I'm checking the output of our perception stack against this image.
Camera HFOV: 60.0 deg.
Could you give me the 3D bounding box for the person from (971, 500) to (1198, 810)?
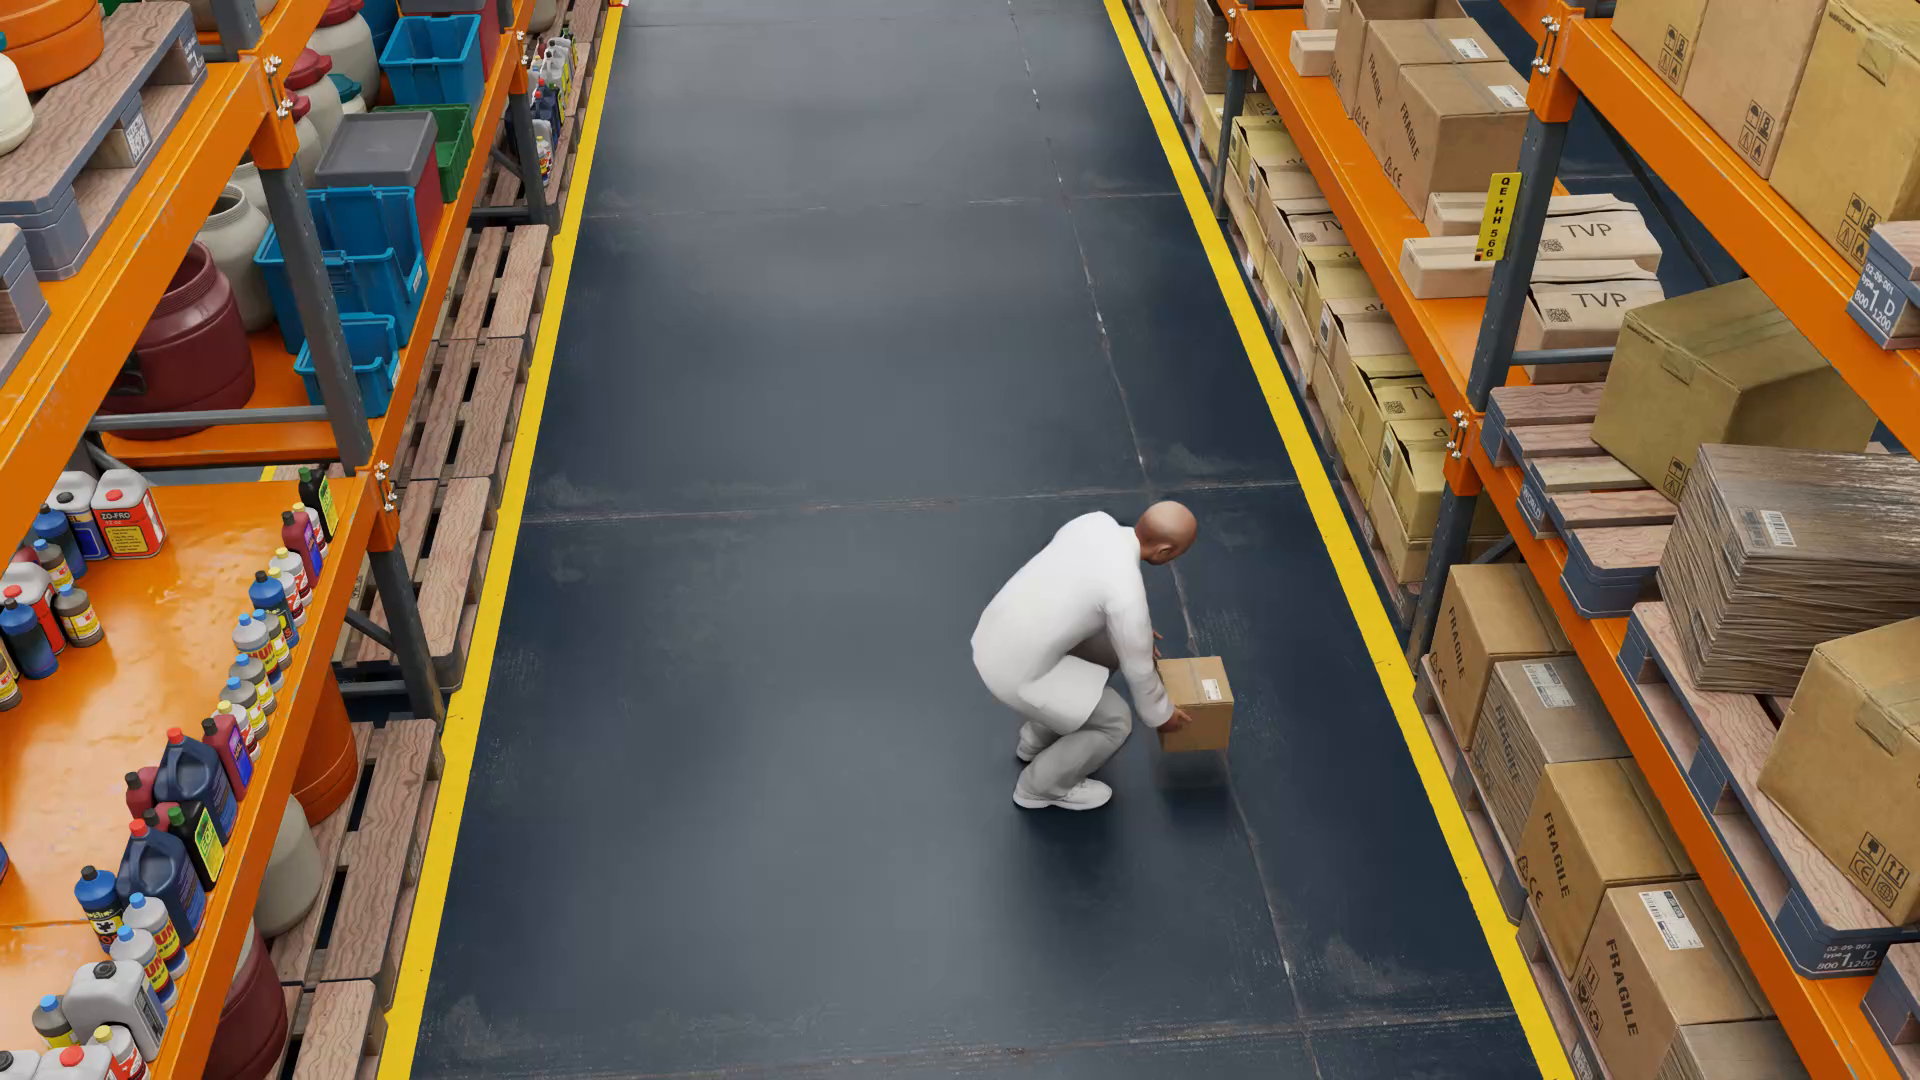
[{"bbox_3d":[0.436,0.403,6.098,0.796,1.235,0.631,-3,39,-4],"label":"person"}]
